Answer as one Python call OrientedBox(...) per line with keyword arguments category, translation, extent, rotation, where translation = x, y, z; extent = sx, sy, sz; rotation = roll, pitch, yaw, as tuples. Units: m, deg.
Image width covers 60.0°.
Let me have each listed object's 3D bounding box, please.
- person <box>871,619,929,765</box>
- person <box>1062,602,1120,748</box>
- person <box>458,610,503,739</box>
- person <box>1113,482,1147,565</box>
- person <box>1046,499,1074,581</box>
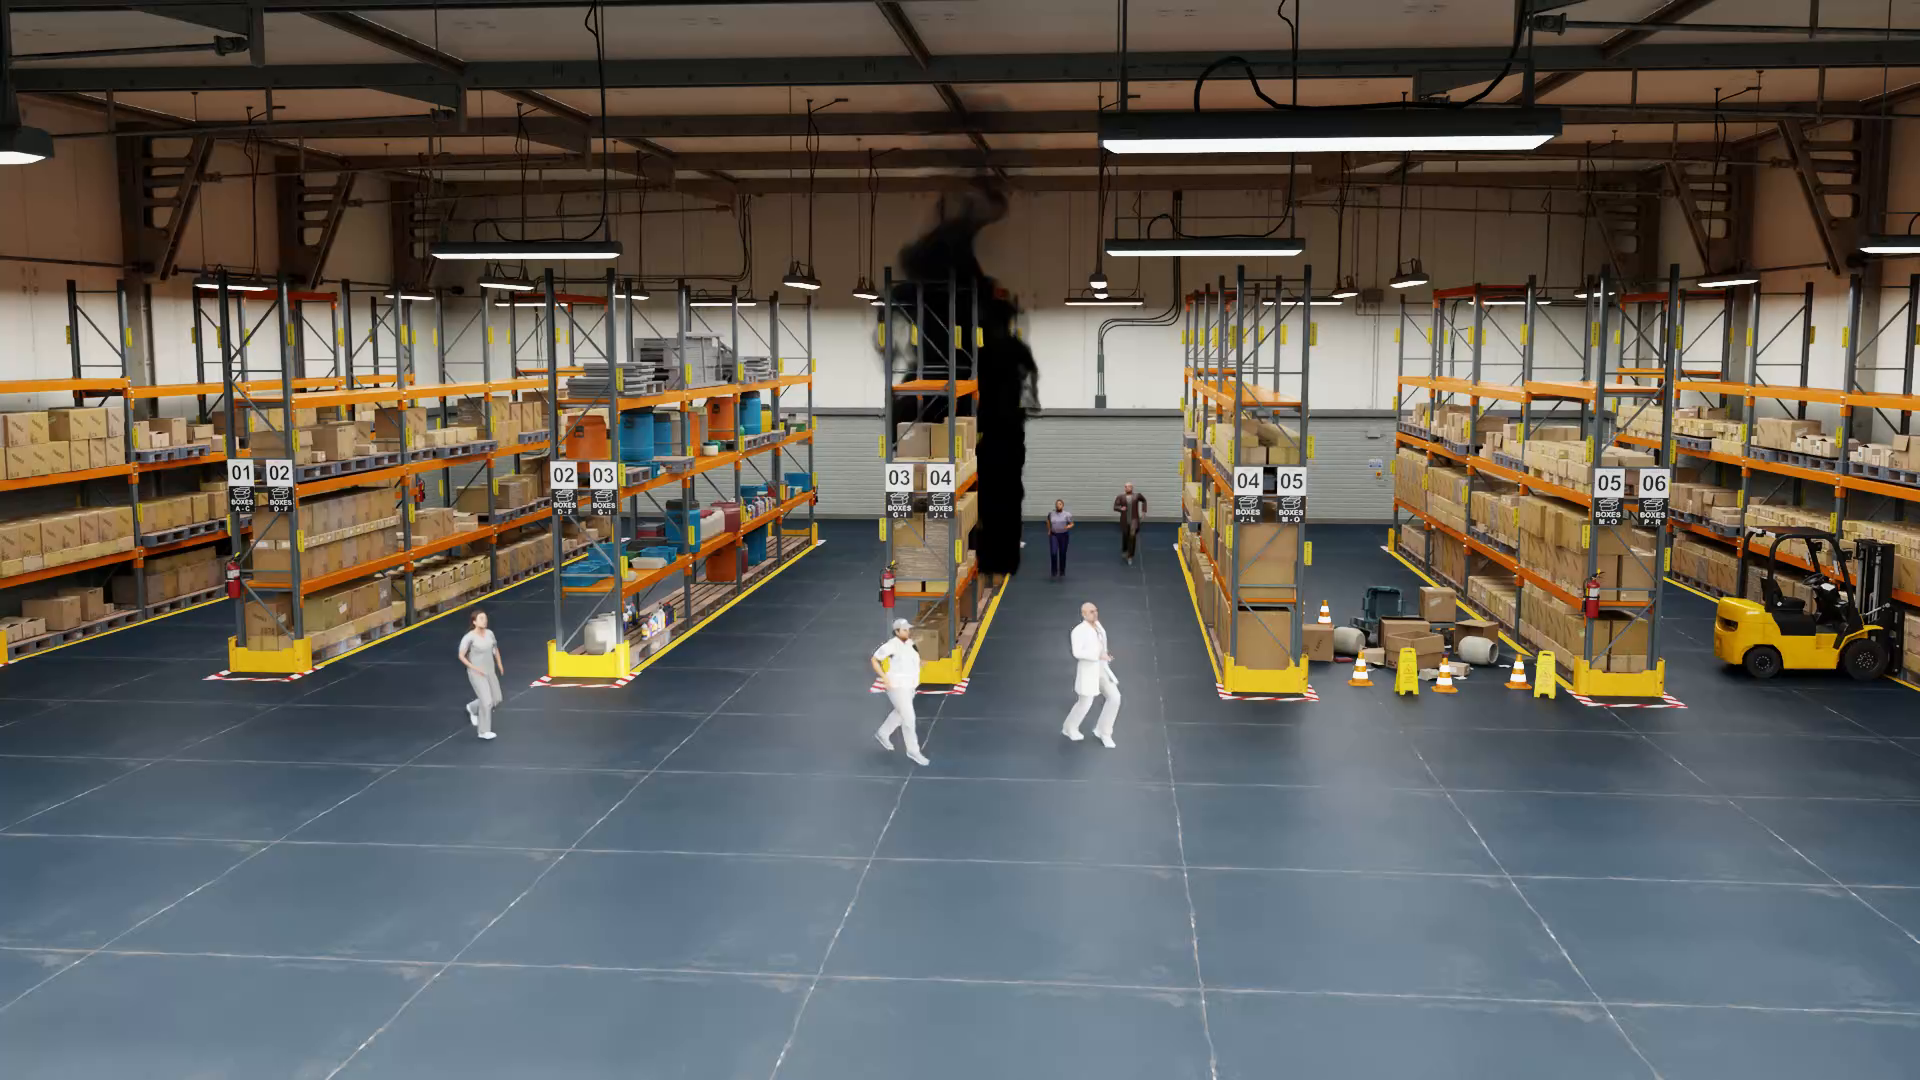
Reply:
OrientedBox(category="person", translation=(-0.698, 1.769, 19.777), extent=(0.895, 1.689, 0.594), rotation=(4, 8, 33))
OrientedBox(category="person", translation=(1.619, 1.667, 20.478), extent=(0.713, 1.820, 0.826), rotation=(-6, 9, -42))
OrientedBox(category="person", translation=(-6.041, 1.668, 20.857), extent=(0.601, 1.624, 0.609), rotation=(5, 8, 34))
OrientedBox(category="person", translation=(3.799, -0.343, 37.162), extent=(0.729, 1.757, 0.988), rotation=(1, 7, 11))
OrientedBox(category="person", translation=(2.086, 0.010, 34.674), extent=(0.591, 1.670, 0.771), rotation=(1, 7, 6))
